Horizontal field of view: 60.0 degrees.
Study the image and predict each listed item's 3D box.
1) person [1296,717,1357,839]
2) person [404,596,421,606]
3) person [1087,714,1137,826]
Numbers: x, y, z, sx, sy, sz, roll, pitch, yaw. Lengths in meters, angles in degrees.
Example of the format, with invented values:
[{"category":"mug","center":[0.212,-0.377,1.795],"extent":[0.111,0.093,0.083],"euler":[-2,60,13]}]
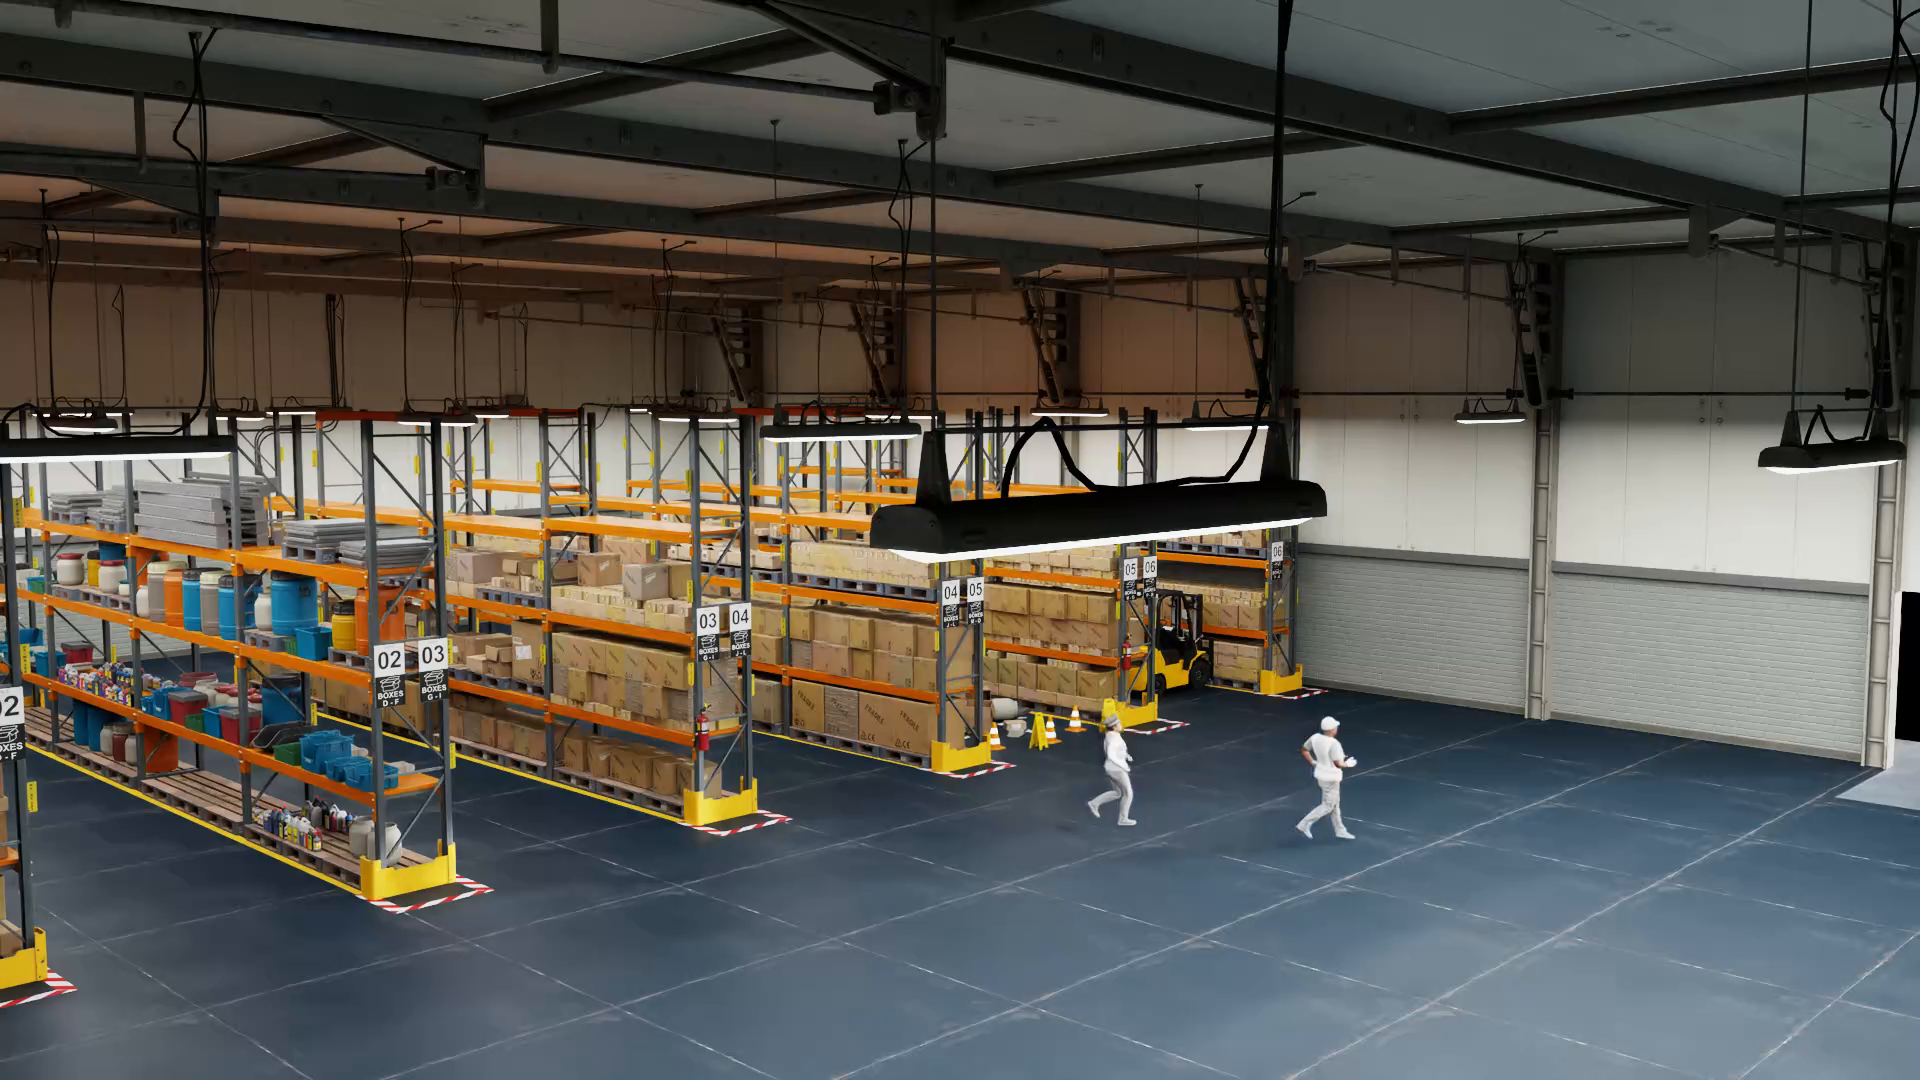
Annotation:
[{"category":"person","center":[5.151,3.365,23.326],"extent":[0.985,1.792,0.682],"euler":[-2,5,-18]},{"category":"person","center":[-12.924,2.063,38.844],"extent":[0.809,1.746,0.755],"euler":[0,5,4]},{"category":"person","center":[2.234,3.354,24.275],"extent":[0.717,1.654,0.622],"euler":[-1,5,-7]}]
